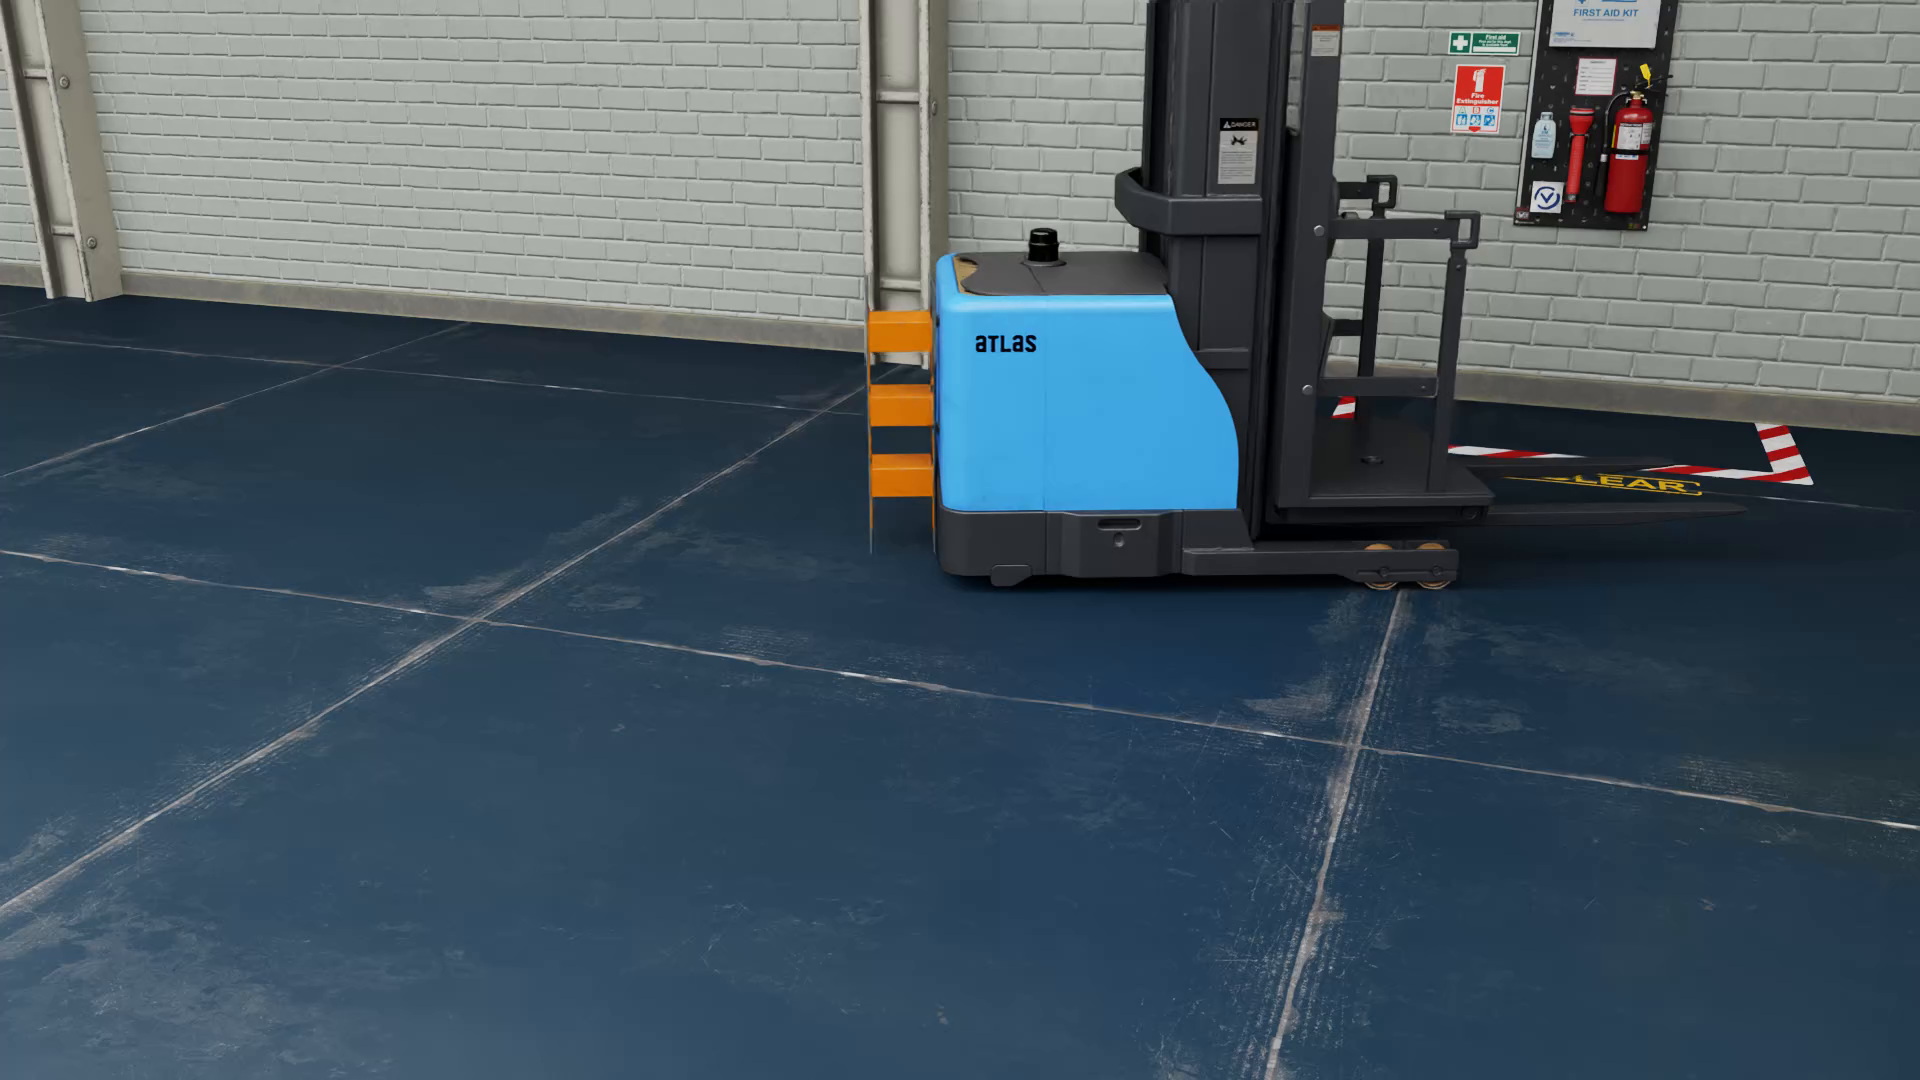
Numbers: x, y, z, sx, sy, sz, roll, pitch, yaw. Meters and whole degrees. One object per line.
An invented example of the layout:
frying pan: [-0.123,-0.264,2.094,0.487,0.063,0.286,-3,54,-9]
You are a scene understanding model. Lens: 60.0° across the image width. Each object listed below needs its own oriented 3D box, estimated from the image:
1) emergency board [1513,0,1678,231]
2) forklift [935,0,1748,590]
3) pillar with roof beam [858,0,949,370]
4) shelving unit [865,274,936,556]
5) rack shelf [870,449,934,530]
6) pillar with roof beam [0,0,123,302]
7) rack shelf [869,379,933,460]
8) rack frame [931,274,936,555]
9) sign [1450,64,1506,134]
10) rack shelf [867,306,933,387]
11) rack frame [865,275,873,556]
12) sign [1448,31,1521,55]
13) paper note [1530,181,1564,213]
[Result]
emergency board: [3.045,-2.070,7.957,0.643,1.169,0.194,7,20,18]
forklift: [1.423,-1.375,6.069,3.031,2.935,1.130,-1,19,-2]
pillar with roof beam: [-1.714,-3.933,4.189,0.400,9.000,9.100,7,20,18]
shelving unit: [-0.224,-0.470,6.330,0.252,1.050,0.215,-1,19,-2]
rack shelf: [-0.224,-0.198,6.425,0.240,0.259,0.215,-1,19,-2]
pillar with roof beam: [-7.381,-4.581,6.048,0.400,9.000,9.100,7,20,18]
rack shelf: [-0.224,-0.460,6.333,0.240,0.259,0.215,-1,19,-2]
rack frame: [-0.102,-0.472,6.334,0.008,1.050,0.200,-1,19,-2]
sign: [2.556,-2.178,8.214,0.234,0.329,0.001,7,20,18]
rack shelf: [-0.224,-0.728,6.240,0.240,0.259,0.215,-1,19,-2]
rack frame: [-0.346,-0.469,6.325,0.008,1.050,0.200,-1,19,-2]
sign: [2.558,-2.425,8.118,0.331,0.109,0.001,7,20,18]
paper note: [2.900,-1.694,8.218,0.142,0.148,0.016,7,20,18]
